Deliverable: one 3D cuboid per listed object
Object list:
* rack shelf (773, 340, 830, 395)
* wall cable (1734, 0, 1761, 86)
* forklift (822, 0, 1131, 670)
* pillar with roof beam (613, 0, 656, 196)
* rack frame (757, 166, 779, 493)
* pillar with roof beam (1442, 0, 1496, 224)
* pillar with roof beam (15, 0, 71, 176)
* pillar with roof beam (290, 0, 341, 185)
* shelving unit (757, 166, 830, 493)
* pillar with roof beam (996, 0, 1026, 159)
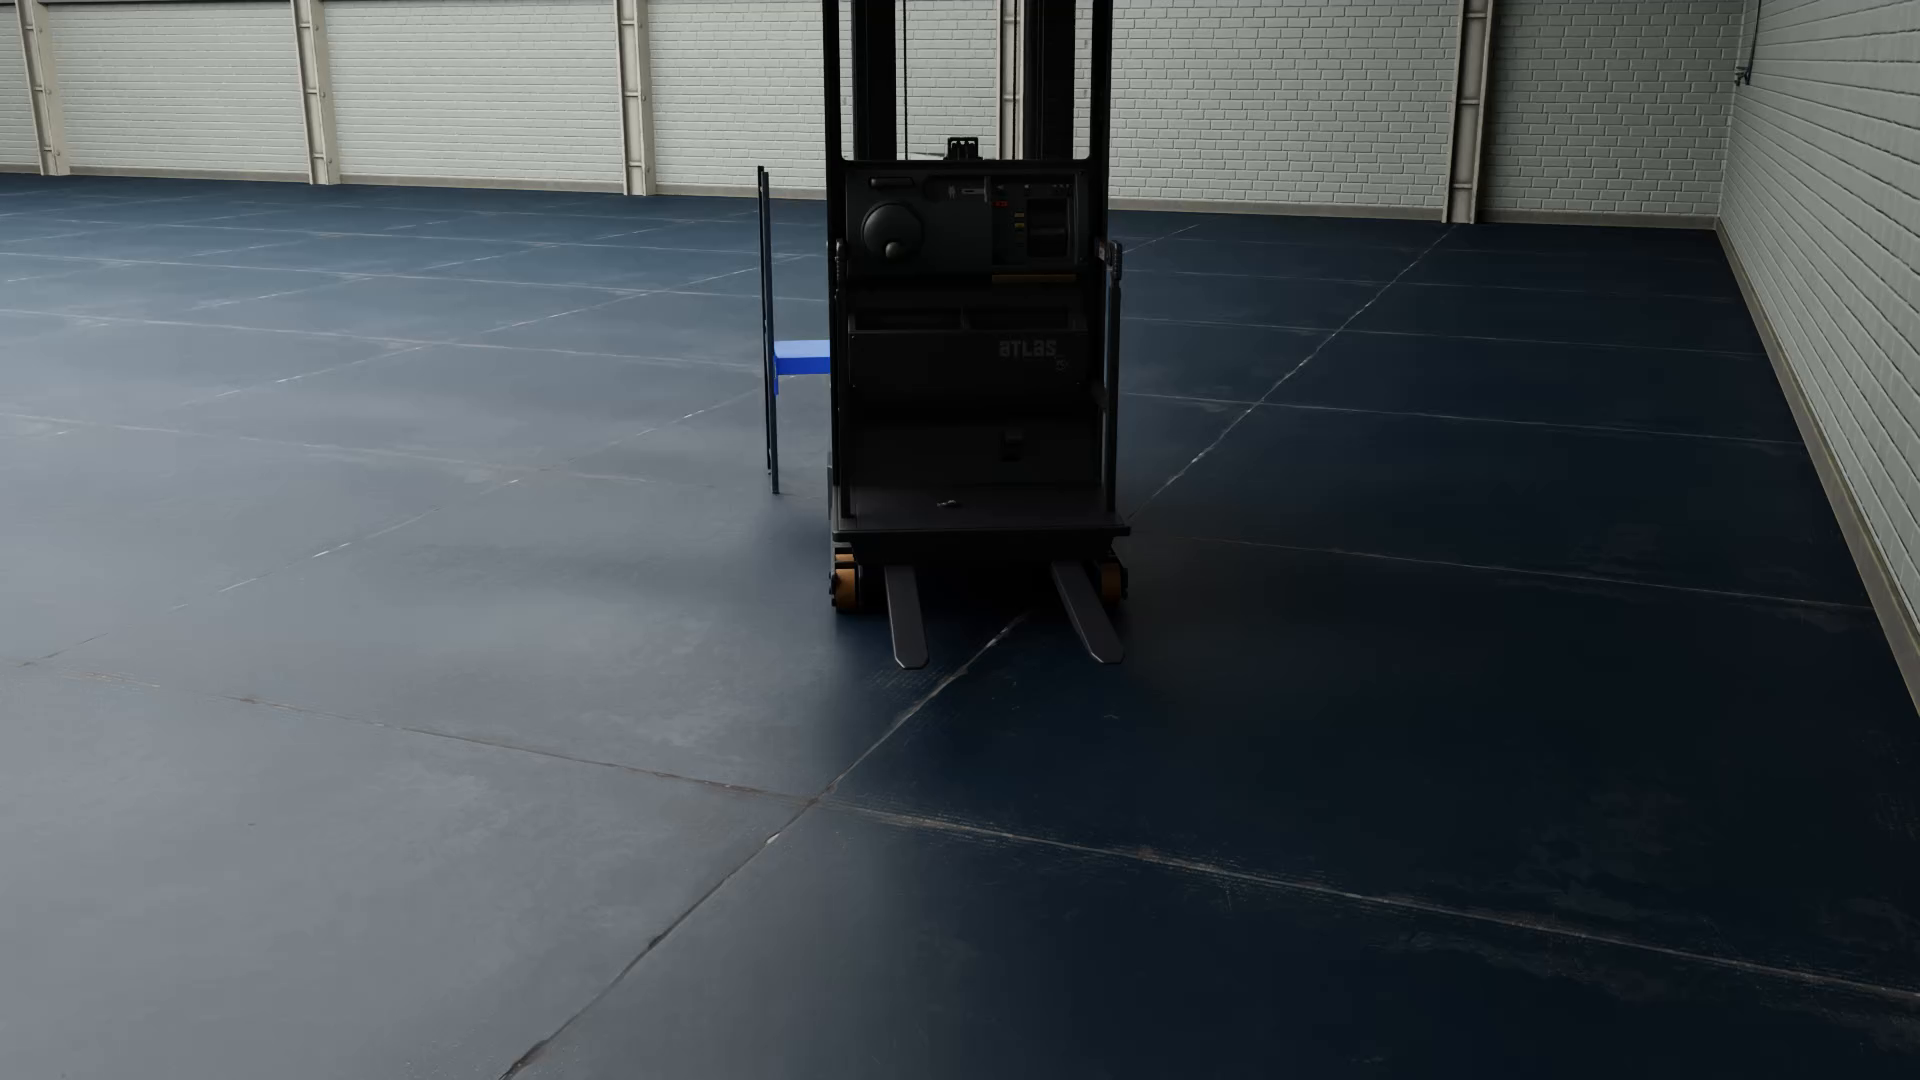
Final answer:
[{"bbox_3d":[-0.418,-0.861,8.091,1.000,0.185,0.538,-3,16,-9],"label":"rack shelf"},{"bbox_3d":[8.567,-6.205,17.977,0.112,2.526,3.097,6,17,21],"label":"wall cable"},{"bbox_3d":[0.047,-1.233,6.165,1.130,2.935,3.031,-1,16,-4],"label":"forklift"},{"bbox_3d":[-6.431,-8.452,20.146,0.400,9.000,9.100,6,17,21],"label":"pillar with roof beam"},{"bbox_3d":[-0.920,-1.012,7.965,0.032,1.500,0.500,-3,16,-9],"label":"rack frame"},{"bbox_3d":[4.732,-7.224,15.918,0.400,9.000,9.100,6,17,21],"label":"pillar with roof beam"},{"bbox_3d":[-17.594,-9.679,24.374,0.400,9.000,9.100,6,17,21],"label":"pillar with roof beam"},{"bbox_3d":[-12.013,-9.066,22.260,0.400,9.000,9.100,6,17,21],"label":"pillar with roof beam"},{"bbox_3d":[-0.418,-1.034,8.041,1.048,1.500,0.538,-3,16,-9],"label":"shelving unit"},{"bbox_3d":[-0.850,-7.838,18.032,0.400,9.000,9.100,6,17,21],"label":"pillar with roof beam"}]
